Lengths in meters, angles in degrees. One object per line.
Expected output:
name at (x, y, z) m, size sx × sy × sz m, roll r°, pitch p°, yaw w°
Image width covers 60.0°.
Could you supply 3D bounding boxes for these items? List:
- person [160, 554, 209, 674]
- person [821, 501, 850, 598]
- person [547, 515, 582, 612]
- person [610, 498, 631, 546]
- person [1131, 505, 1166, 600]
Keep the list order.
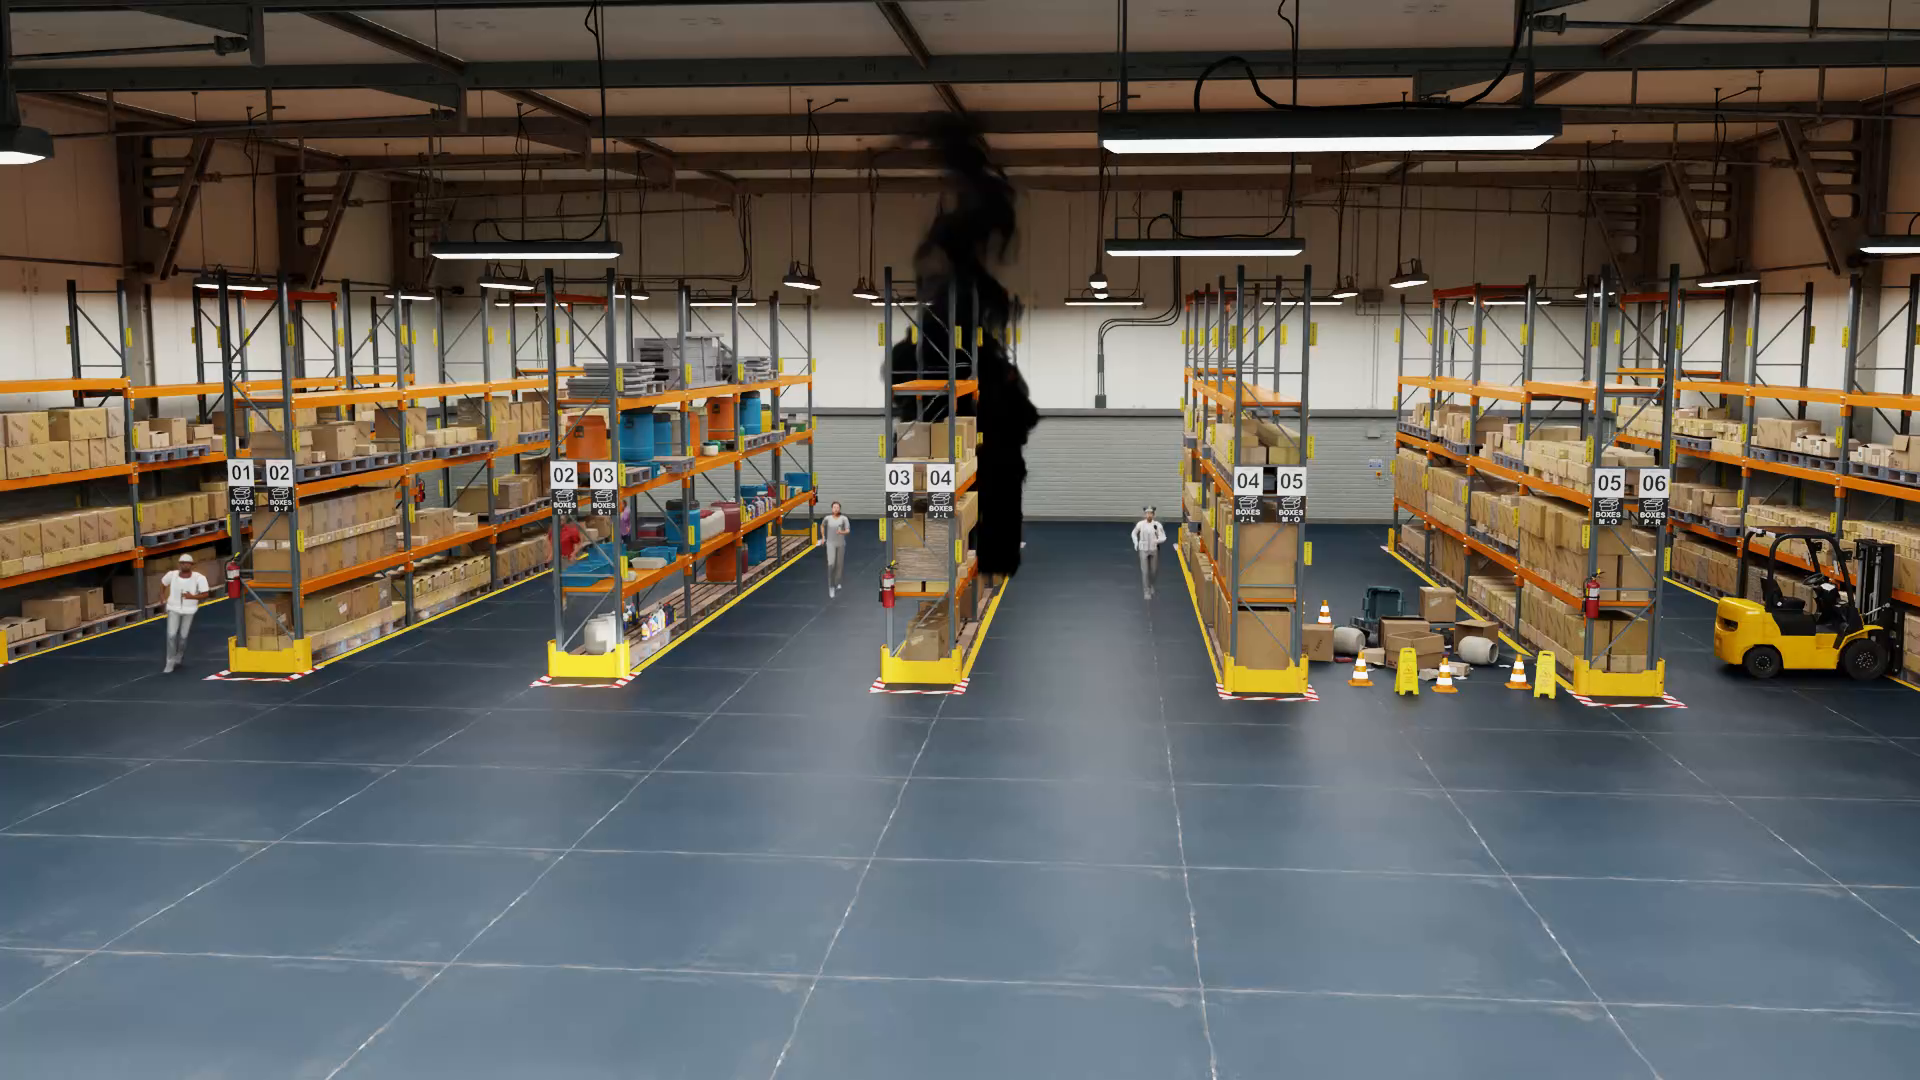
person at (-11.749, 1.103, 25.220) m, size 0.690 × 1.817 × 0.691 m, roll -3°, pitch 8°, yaw -24°
person at (-2.302, 0.164, 30.775) m, size 0.531 × 1.769 × 0.711 m, roll -1°, pitch 7°, yaw -7°
person at (-6.883, 0.378, 28.918) m, size 0.646 × 1.708 × 0.692 m, roll 1°, pitch 7°, yaw 7°
person at (-7.217, -0.171, 35.530) m, size 0.536 × 1.425 × 0.690 m, roll 0°, pitch 7°, yaw -4°
person at (3.431, 0.208, 30.238) m, size 0.626 × 1.687 × 0.781 m, roll 0°, pitch 7°, yaw 4°
